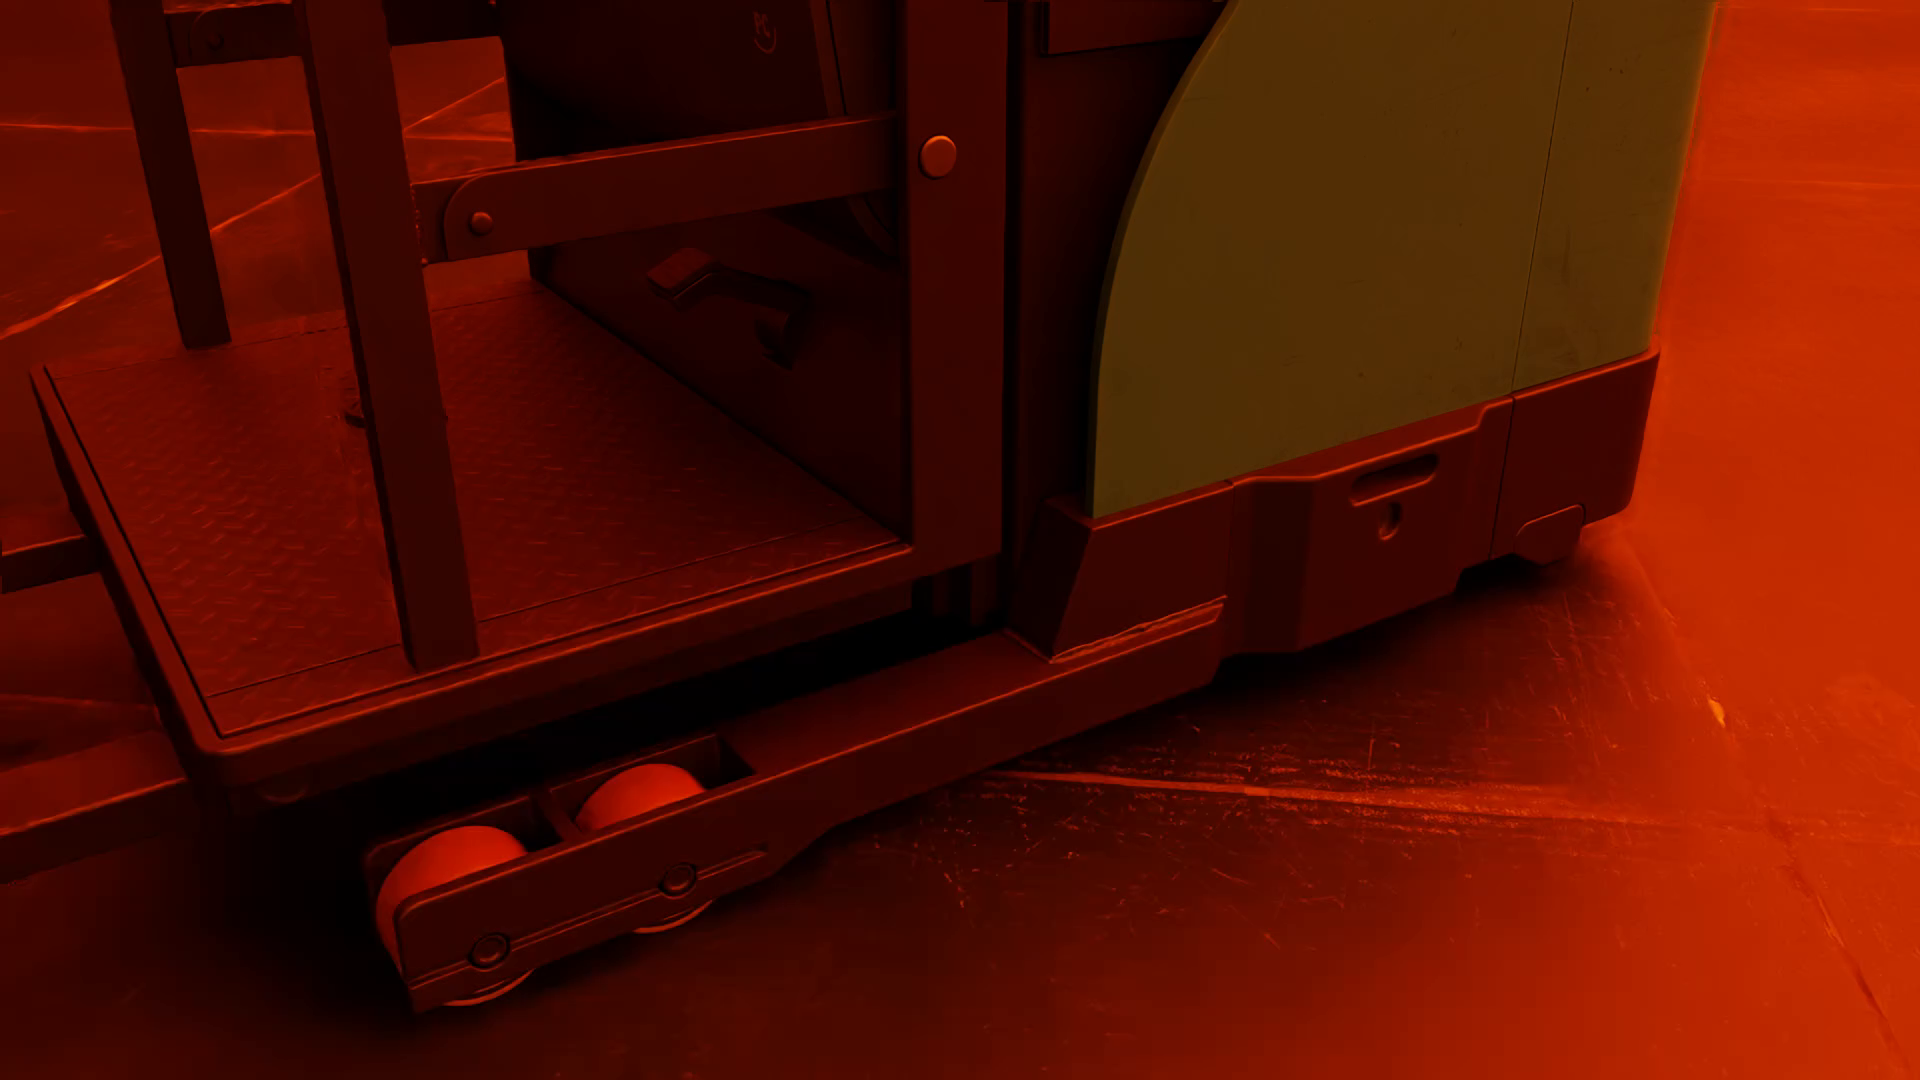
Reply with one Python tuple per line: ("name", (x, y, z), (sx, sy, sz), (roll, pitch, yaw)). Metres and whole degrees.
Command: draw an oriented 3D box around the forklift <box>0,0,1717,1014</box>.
("forklift", (-0.513, -1.134, 1.489), (3.031, 2.935, 1.130), (-16, 31, -30))
